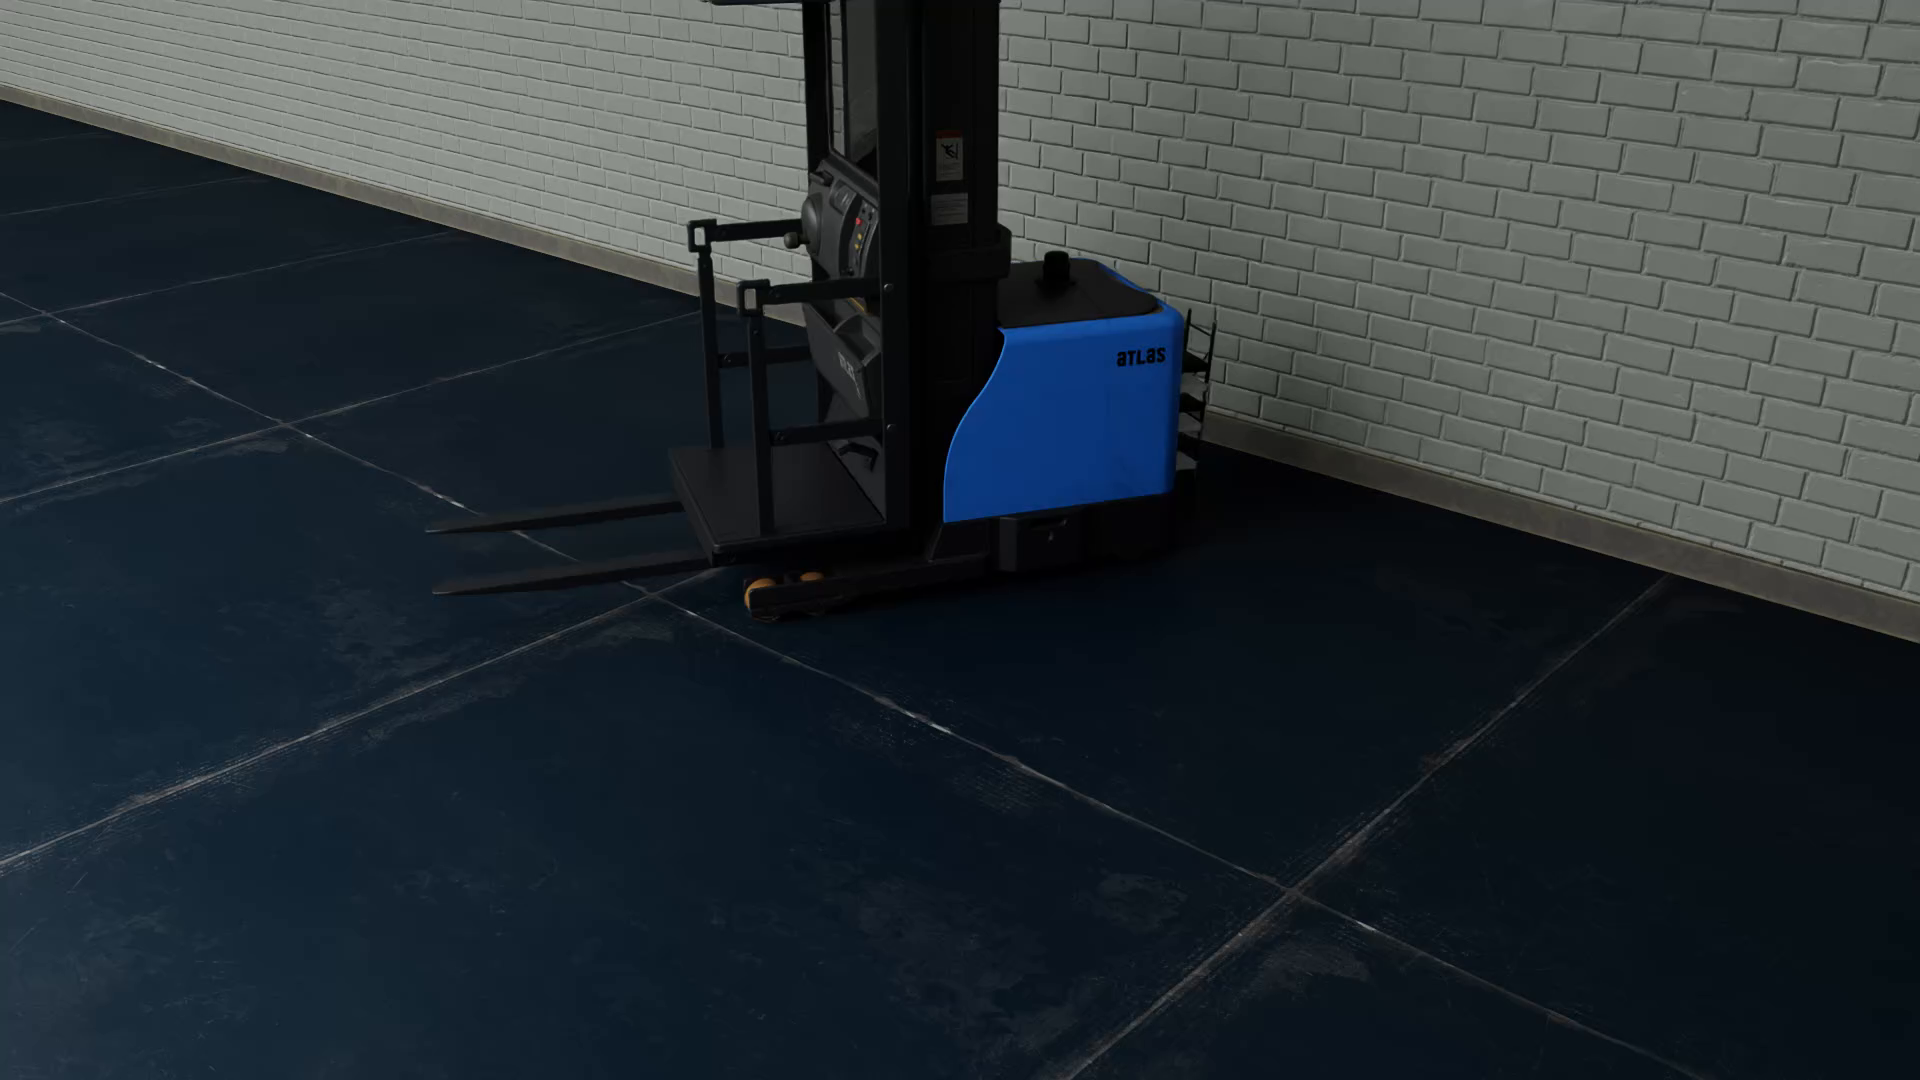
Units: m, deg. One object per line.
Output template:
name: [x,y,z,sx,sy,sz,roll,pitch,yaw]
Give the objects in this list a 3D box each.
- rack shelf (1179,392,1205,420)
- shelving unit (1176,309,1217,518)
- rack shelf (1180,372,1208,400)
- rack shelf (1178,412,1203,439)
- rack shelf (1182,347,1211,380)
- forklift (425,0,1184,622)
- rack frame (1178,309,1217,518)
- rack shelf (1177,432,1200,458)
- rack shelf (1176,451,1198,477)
rack shelf: [0.930,-0.603,7.339,0.200,0.077,0.258,-5,24,-21]
shelving unit: [0.926,-0.550,7.361,0.210,0.900,0.258,-5,24,-21]
rack shelf: [0.937,-0.686,7.305,0.200,0.077,0.258,-5,24,-21]
rack shelf: [0.924,-0.520,7.373,0.200,0.077,0.258,-5,24,-21]
rack shelf: [0.943,-0.768,7.270,0.200,0.077,0.258,-5,24,-21]
forklift: [-0.655,-1.259,6.475,3.031,2.935,1.130,-8,25,-17]
rack frame: [1.020,-0.558,7.398,0.006,0.900,0.240,-5,24,-21]
rack shelf: [0.917,-0.437,7.408,0.200,0.077,0.258,-5,24,-21]
rack shelf: [0.911,-0.354,7.442,0.200,0.077,0.258,-5,24,-21]
